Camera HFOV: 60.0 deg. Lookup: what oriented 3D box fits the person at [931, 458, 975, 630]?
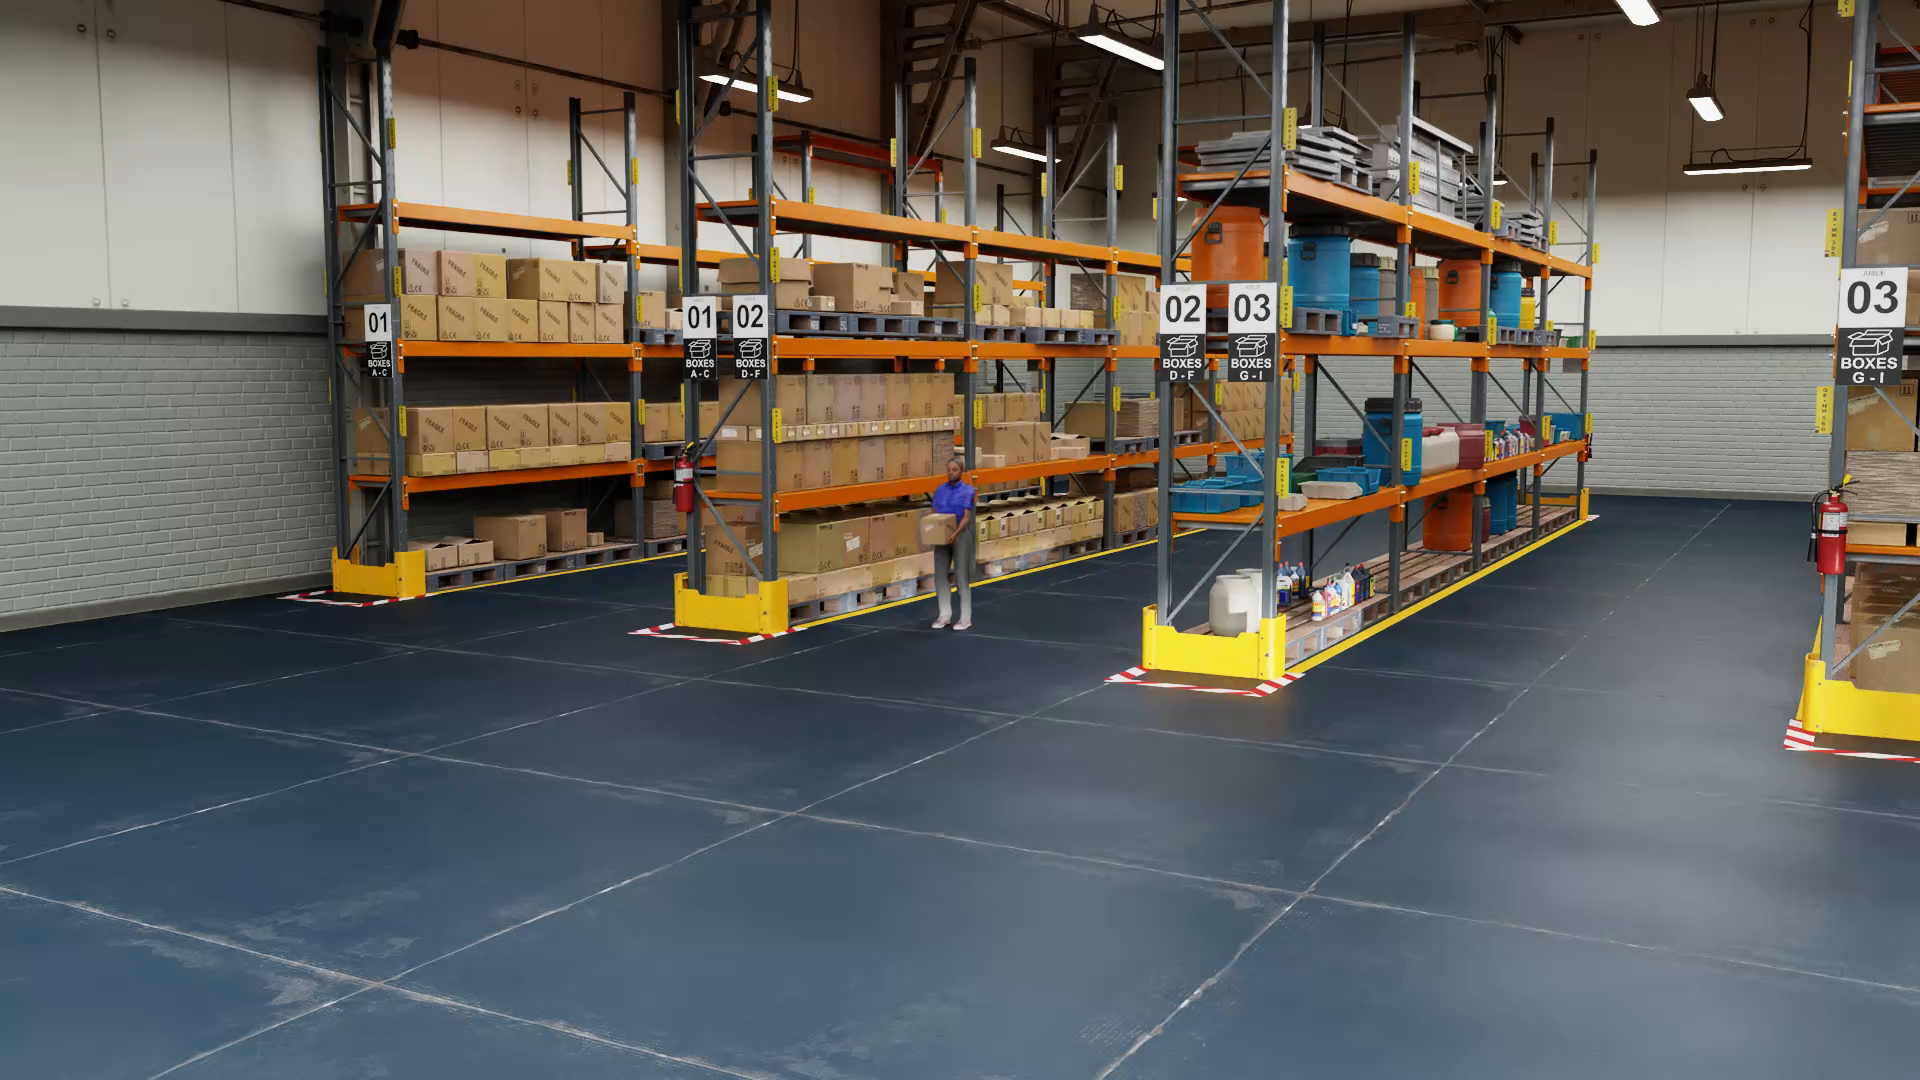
[{"bbox_3d":[-0.112,0.038,16.077,0.445,1.656,0.497,3,7,28],"label":"person"}]
